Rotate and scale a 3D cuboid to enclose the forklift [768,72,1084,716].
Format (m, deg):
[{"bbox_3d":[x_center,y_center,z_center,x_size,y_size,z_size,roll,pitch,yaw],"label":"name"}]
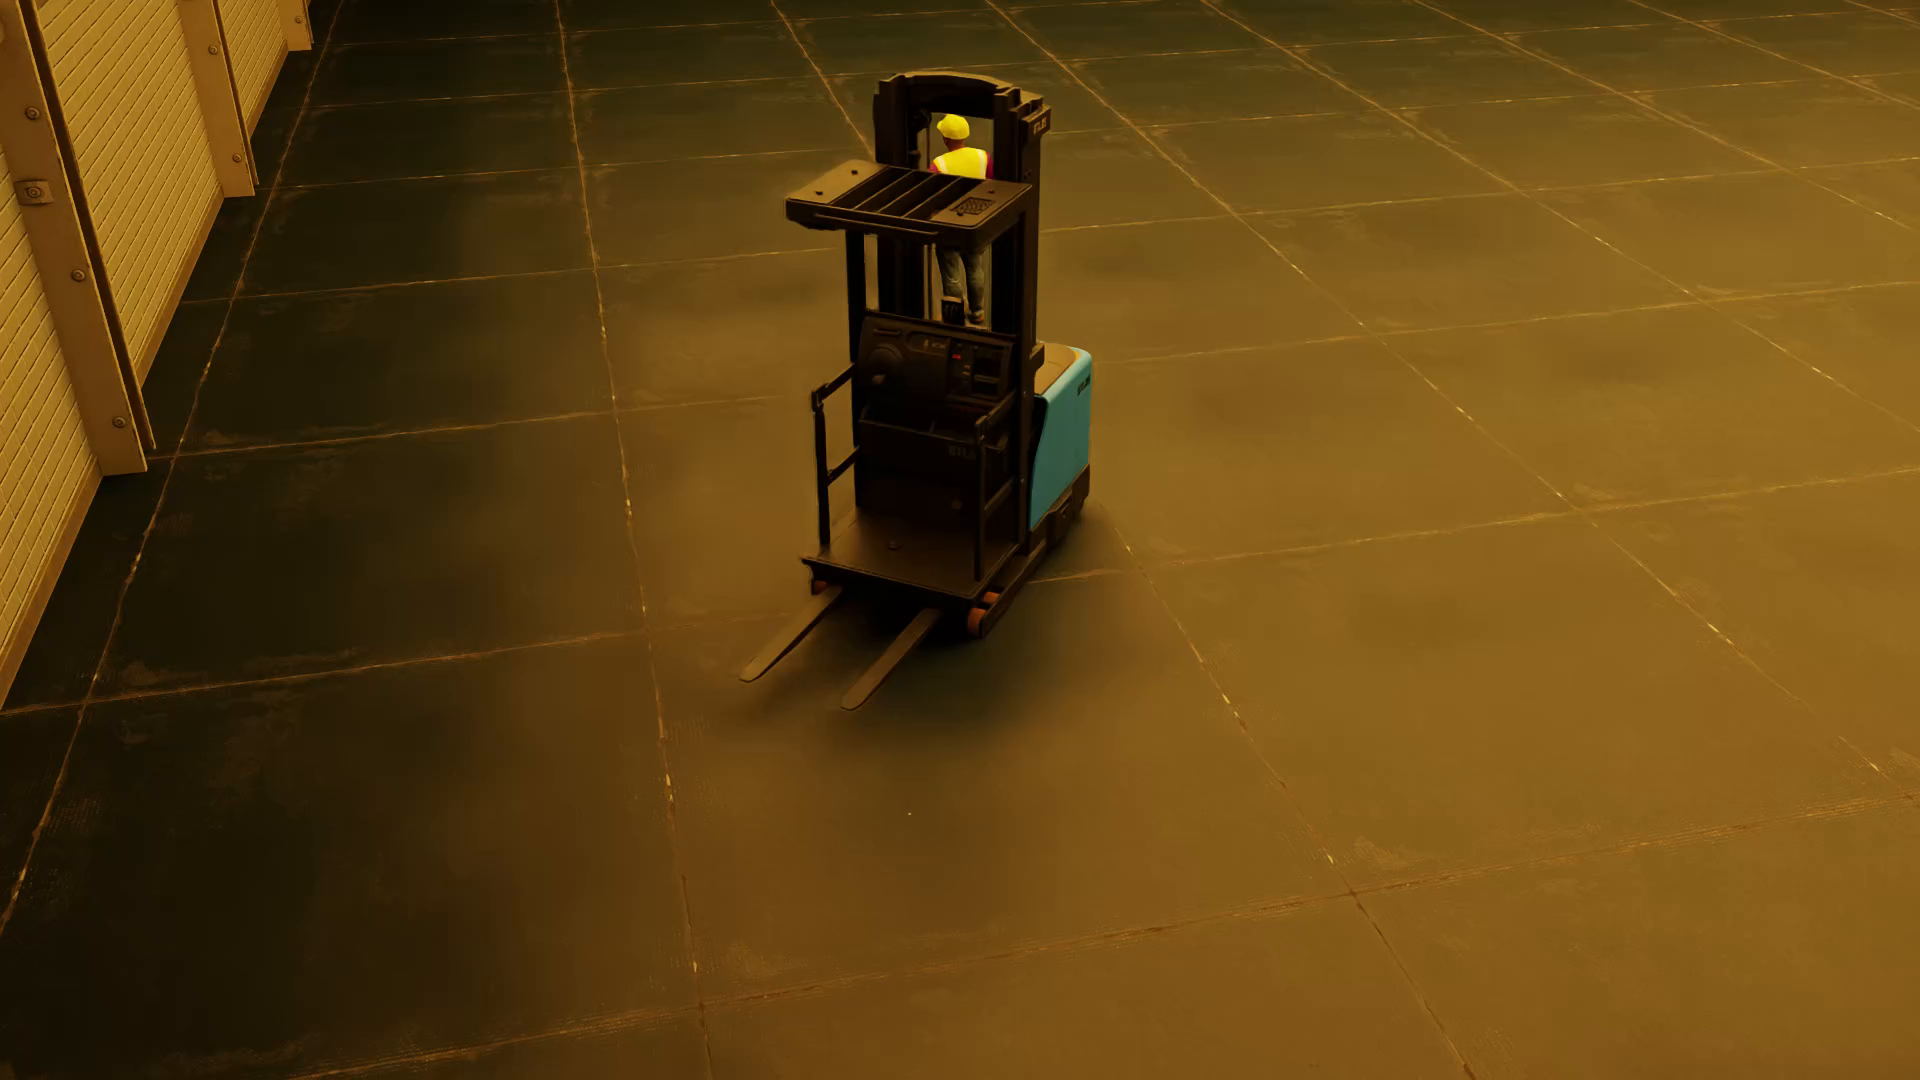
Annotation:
[{"bbox_3d":[-0.181,-0.949,9.214,1.130,2.935,3.031,10,32,17],"label":"forklift"}]

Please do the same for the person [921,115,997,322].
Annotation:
[{"bbox_3d":[-0.044,-2.501,13.042,0.665,1.767,0.576,-12,32,-19],"label":"person"}]
